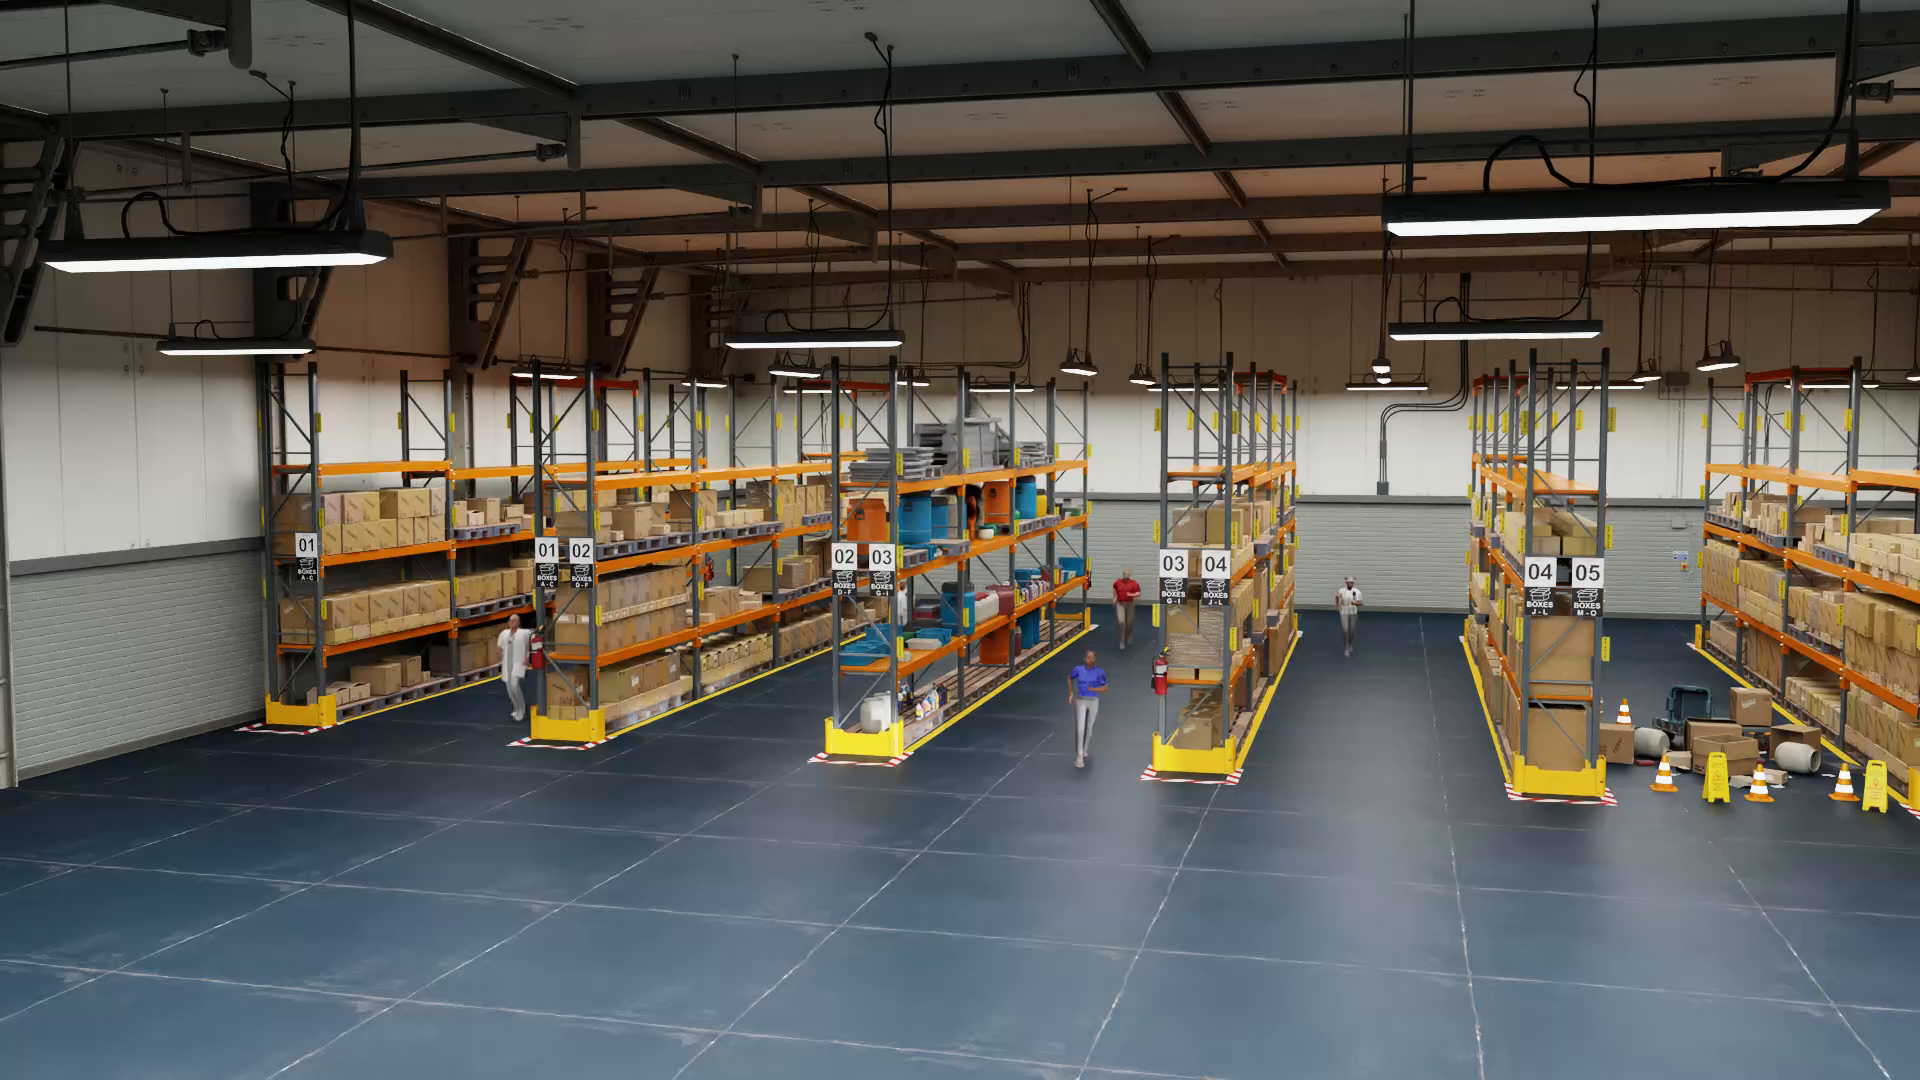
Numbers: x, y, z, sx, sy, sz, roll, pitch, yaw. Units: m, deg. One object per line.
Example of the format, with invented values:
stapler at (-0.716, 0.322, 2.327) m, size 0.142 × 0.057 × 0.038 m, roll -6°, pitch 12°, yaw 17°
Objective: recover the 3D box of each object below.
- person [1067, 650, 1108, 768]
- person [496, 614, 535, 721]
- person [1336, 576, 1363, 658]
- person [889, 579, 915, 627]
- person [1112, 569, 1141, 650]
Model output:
person at (1.872, 2.421, 24.323) m, size 0.555 × 1.646 × 0.950 m, roll 0°, pitch 4°, yaw -4°
person at (-7.505, 2.159, 27.989) m, size 0.687 × 1.805 × 0.734 m, roll 1°, pitch 4°, yaw 13°
person at (8.389, 1.632, 35.849) m, size 0.548 × 1.730 × 0.847 m, roll 1°, pitch 4°, yaw 8°
person at (-1.290, 1.626, 36.537) m, size 0.592 × 1.616 × 0.588 m, roll 0°, pitch 4°, yaw 5°
person at (3.710, 1.531, 37.080) m, size 0.634 × 1.790 × 0.892 m, roll 0°, pitch 4°, yaw 7°
